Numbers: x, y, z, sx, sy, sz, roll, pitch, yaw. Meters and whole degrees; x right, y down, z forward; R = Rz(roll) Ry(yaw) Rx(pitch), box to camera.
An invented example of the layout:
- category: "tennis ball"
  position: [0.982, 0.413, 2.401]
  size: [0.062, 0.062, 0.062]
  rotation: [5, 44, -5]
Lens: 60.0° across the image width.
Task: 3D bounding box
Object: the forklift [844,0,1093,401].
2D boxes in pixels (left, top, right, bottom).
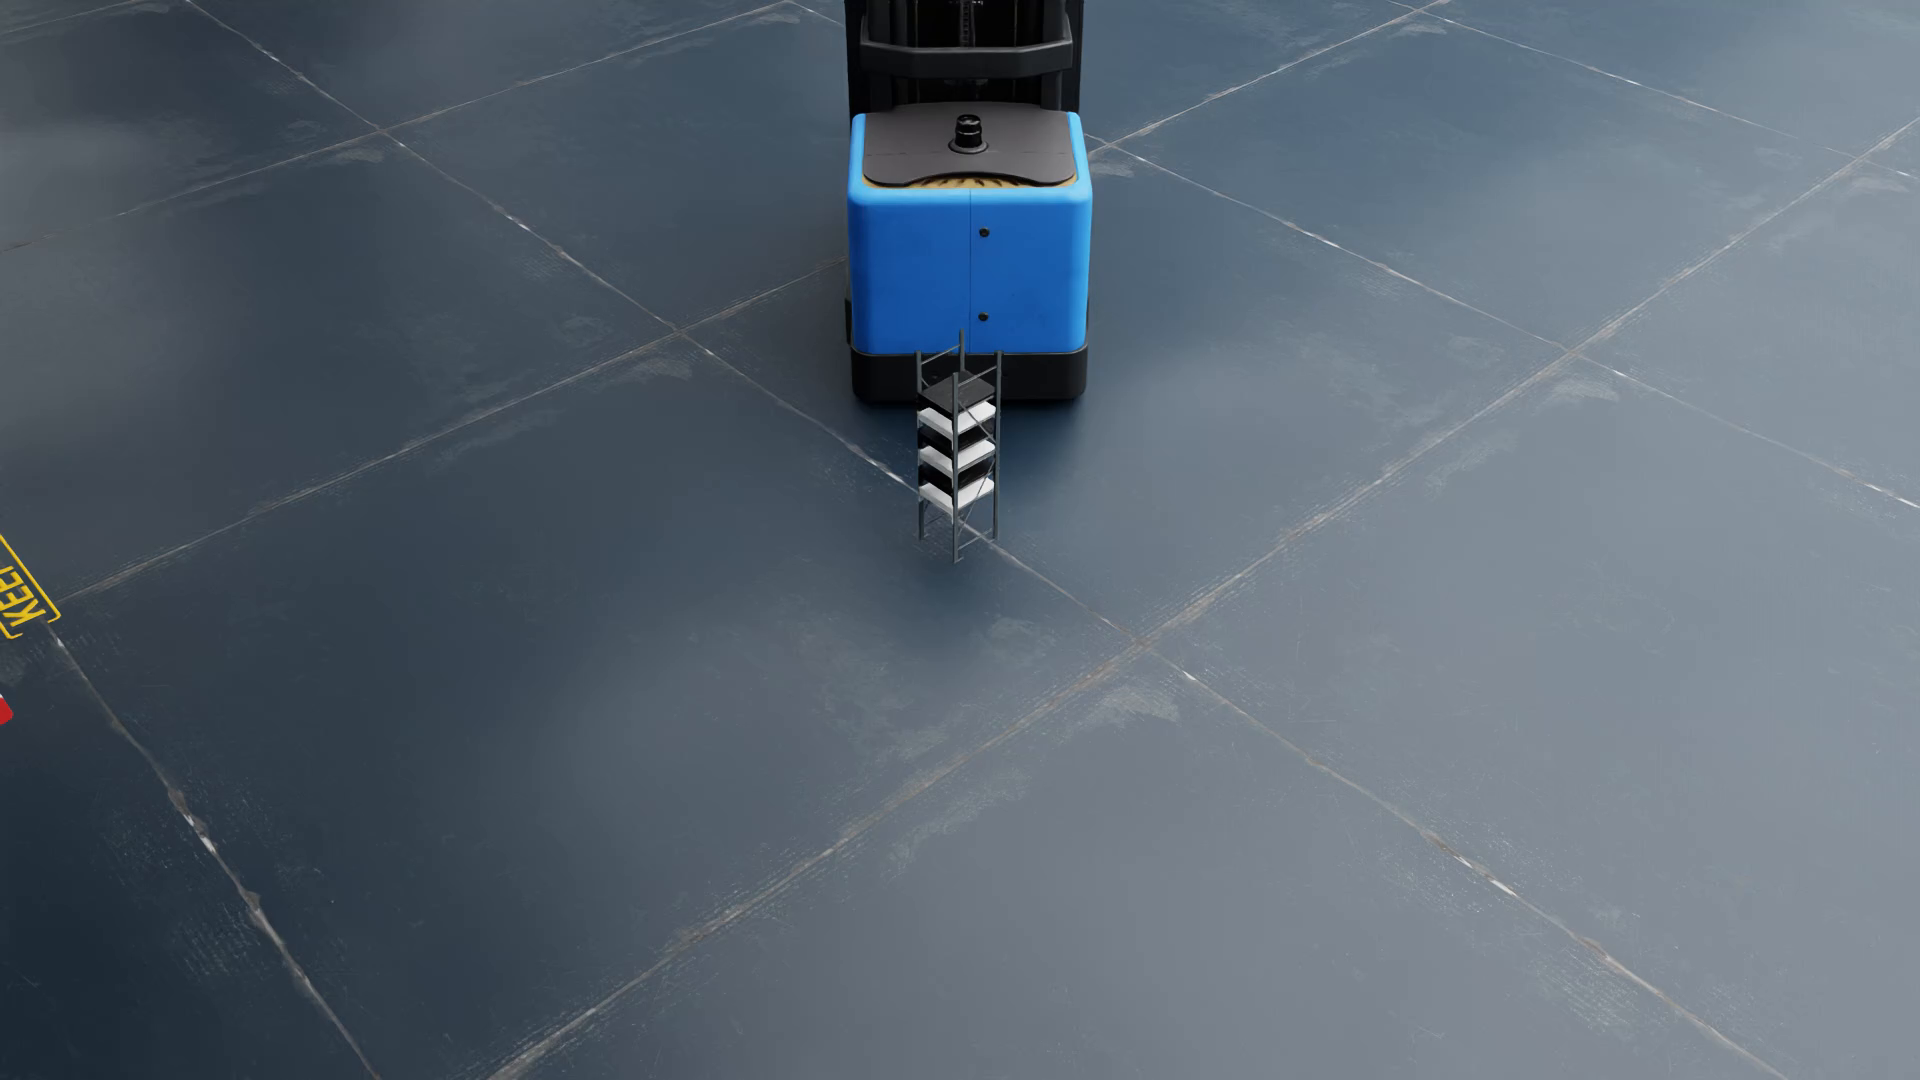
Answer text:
- category: "forklift"
  position: [0.014, -2.657, 7.707]
  size: [1.130, 2.935, 3.031]
  rotation: [-1, 39, -1]

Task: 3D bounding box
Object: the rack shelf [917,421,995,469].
- category: "rack shelf"
  position: [-0.005, -0.398, 6.436]
  size: [0.258, 0.077, 0.200]
  rotation: [-30, 48, -32]

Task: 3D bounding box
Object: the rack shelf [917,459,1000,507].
- category: "rack shelf"
  position: [-0.005, -0.258, 6.549]
  size: [0.258, 0.077, 0.200]
  rotation: [-30, 48, -32]

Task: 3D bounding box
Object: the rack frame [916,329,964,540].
- category: "rack frame"
  position: [-0.074, -0.401, 6.530]
  size: [0.240, 0.900, 0.006]
  rotation: [-30, 48, -32]

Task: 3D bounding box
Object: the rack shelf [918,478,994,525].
- category: "rack shelf"
  position: [-0.005, -0.188, 6.606]
  size: [0.258, 0.077, 0.200]
  rotation: [-30, 48, -32]

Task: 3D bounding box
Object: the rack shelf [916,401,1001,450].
- category: "rack shelf"
  position: [-0.005, -0.468, 6.380]
  size: [0.258, 0.077, 0.200]
  rotation: [-30, 48, -32]

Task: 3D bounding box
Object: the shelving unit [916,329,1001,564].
- category: "shelving unit"
  position: [-0.005, -0.354, 6.472]
  size: [0.258, 0.900, 0.210]
  rotation: [-30, 48, -32]

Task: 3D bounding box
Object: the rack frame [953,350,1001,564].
- category: "rack frame"
  position: [0.063, -0.307, 6.414]
  size: [0.240, 0.900, 0.006]
  rotation: [-30, 48, -32]

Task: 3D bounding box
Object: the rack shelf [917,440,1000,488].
- category: "rack shelf"
  position: [-0.005, -0.328, 6.493]
  size: [0.258, 0.077, 0.200]
  rotation: [-30, 48, -32]

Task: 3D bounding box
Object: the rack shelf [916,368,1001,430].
- category: "rack shelf"
  position: [-0.005, -0.538, 6.323]
  size: [0.258, 0.077, 0.200]
  rotation: [-30, 48, -32]
